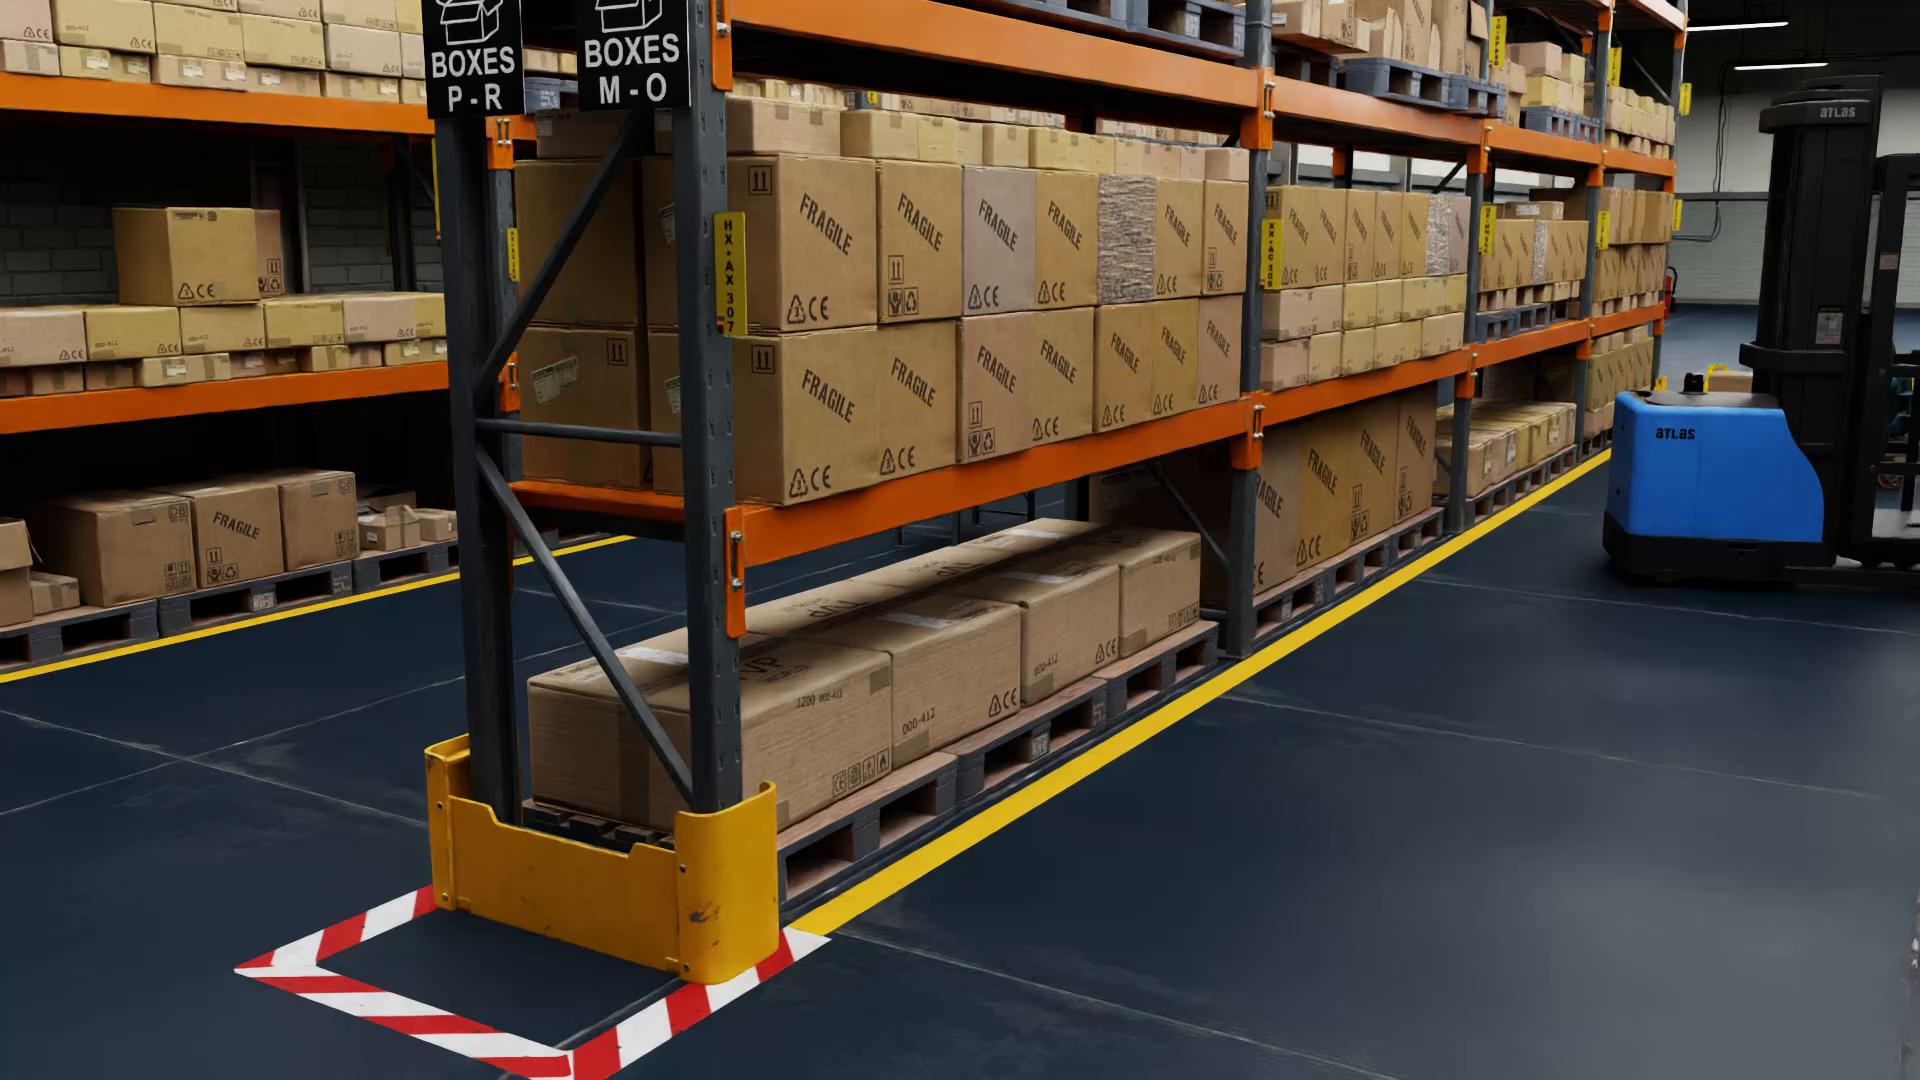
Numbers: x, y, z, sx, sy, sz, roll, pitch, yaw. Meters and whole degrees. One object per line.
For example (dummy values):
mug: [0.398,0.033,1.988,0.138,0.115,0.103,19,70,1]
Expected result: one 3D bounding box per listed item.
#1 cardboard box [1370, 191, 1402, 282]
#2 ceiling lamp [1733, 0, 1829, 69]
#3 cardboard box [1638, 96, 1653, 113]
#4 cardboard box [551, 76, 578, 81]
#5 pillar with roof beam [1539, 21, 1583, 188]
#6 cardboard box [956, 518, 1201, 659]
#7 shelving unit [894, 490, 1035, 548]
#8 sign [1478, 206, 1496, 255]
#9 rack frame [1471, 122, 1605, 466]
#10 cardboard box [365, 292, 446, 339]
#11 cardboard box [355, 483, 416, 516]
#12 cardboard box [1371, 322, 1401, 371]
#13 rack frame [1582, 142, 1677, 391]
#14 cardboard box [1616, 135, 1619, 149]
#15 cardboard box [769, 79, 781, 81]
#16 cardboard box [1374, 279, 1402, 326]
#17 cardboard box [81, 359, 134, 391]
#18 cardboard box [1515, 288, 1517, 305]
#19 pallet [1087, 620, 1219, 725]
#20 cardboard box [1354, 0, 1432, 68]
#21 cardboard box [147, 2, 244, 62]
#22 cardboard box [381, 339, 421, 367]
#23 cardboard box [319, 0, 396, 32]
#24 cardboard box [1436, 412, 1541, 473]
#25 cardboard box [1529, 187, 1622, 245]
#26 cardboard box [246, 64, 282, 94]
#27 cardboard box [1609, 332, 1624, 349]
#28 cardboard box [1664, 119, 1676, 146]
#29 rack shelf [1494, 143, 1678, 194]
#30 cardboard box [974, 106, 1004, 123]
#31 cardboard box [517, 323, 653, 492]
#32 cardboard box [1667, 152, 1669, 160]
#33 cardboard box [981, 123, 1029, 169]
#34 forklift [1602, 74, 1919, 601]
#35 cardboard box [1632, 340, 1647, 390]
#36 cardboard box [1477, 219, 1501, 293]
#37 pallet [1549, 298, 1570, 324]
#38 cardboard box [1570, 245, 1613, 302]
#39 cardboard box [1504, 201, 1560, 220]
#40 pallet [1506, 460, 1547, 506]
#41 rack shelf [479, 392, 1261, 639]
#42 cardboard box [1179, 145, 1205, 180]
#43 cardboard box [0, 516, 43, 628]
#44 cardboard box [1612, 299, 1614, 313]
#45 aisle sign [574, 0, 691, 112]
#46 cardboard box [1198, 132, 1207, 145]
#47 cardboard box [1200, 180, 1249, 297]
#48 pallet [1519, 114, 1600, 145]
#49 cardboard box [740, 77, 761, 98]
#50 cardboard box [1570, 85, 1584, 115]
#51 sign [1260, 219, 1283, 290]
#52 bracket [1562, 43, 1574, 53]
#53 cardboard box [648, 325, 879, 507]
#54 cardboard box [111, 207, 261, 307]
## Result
cardboard box: [2.230,-1.758,9.620,0.500,0.500,0.500,6,12,30]
ceiling lamp: [19.472,-12.745,39.128,2.000,3.185,0.800,6,12,31]
cardboard box: [6.529,-4.237,16.214,0.380,0.149,0.250,7,13,32]
cardboard box: [-2.548,-3.108,10.939,0.380,0.149,0.250,7,12,31]
pillar with roof beam: [17.983,-9.582,38.098,9.100,9.000,0.548,6,12,31]
cardboard box: [0.572,0.209,7.924,0.875,0.438,0.875,6,12,30]
shelving unit: [0.044,-0.751,11.302,0.538,1.500,1.048,6,12,31]
sign: [3.543,-2.078,11.173,0.100,0.325,0.005,6,12,31]
rack frame: [5.143,-2.191,14.920,1.000,3.000,0.127,6,12,31]
cardboard box: [-3.310,-1.375,10.163,0.500,0.250,0.500,7,13,32]
cardboard box: [-3.799,-0.210,10.504,0.500,0.311,0.500,7,13,33]
cardboard box: [2.258,-1.141,9.721,0.500,0.250,0.500,6,12,30]
rack frame: [7.220,-2.820,18.280,1.000,3.000,0.127,6,12,31]
cardboard box: [5.897,-3.688,15.450,0.380,0.149,0.250,7,13,32]
cardboard box: [-1.593,-3.582,12.715,0.380,0.149,0.250,6,12,30]
cardboard box: [2.251,-1.388,9.681,0.500,0.250,0.500,6,12,29]
cardboard box: [-4.410,-0.845,8.411,0.380,0.149,0.250,7,12,32]
cardboard box: [4.083,-1.893,12.869,0.380,0.149,0.250,7,13,33]
pallet: [0.528,0.550,7.857,1.003,0.211,1.213,6,12,31]
cardboard box: [2.399,-2.987,9.607,0.500,0.500,0.500,7,12,31]
cardboard box: [-4.096,-2.613,8.620,0.500,0.250,0.500,6,12,30]
cardboard box: [-3.435,-1.122,9.895,0.380,0.149,0.250,7,13,32]
cardboard box: [-3.567,-3.016,9.416,0.500,0.250,0.500,6,12,30]
cardboard box: [4.143,-0.800,13.490,0.950,0.372,0.625,7,13,33]
cardboard box: [5.557,-2.926,15.050,0.700,0.500,0.500,6,12,30]
cardboard box: [-3.886,-2.475,8.970,0.380,0.149,0.250,7,12,31]
cardboard box: [6.199,-1.938,16.098,0.380,0.149,0.250,7,13,34]
cardboard box: [7.185,-4.261,17.423,0.500,0.250,0.500,6,12,30]
rack shelf: [6.182,-3.626,16.390,1.077,0.370,4.000,6,12,31]
cardboard box: [0.187,-3.948,15.422,0.380,0.149,0.250,6,12,30]
cardboard box: [-1.063,-0.454,5.370,0.500,0.500,0.500,6,12,31]
cardboard box: [7.274,-4.088,17.585,0.380,0.149,0.250,6,12,31]
cardboard box: [0.020,-1.395,5.917,0.380,0.149,0.250,7,12,31]
forklift: [5.536,-1.193,9.773,3.031,2.935,1.130,3,11,13]
cardboard box: [6.759,-1.810,17.179,0.500,0.500,0.500,7,13,33]
cardboard box: [3.498,-2.012,11.744,0.500,0.500,0.500,6,12,29]
pallet: [4.622,-1.990,14.370,1.003,0.211,1.213,6,12,31]
cardboard box: [5.610,-2.429,15.111,0.500,0.500,0.500,6,12,31]
cardboard box: [4.628,-2.662,13.454,0.380,0.149,0.250,6,12,28]
pallet: [4.108,-0.505,13.493,1.003,0.211,1.213,6,12,31]
rack shelf: [-0.049,-0.265,6.585,1.077,0.370,4.000,6,12,31]
cardboard box: [0.872,-1.682,7.451,0.380,0.149,0.250,7,13,32]
cardboard box: [-4.933,0.156,8.025,0.797,0.503,0.637,6,12,28]
cardboard box: [6.049,-2.256,15.951,0.380,0.149,0.250,6,12,30]
aisle sign: [-0.876,-1.542,4.391,0.394,0.787,0.004,6,12,31]
cardboard box: [2.673,-4.758,19.434,0.396,0.266,0.258,6,12,31]
cardboard box: [0.981,-1.373,7.561,0.500,0.500,0.500,6,12,30]
pallet: [4.732,-3.486,14.197,1.213,0.211,1.003,6,12,31]
cardboard box: [-1.729,-3.398,12.539,0.380,0.149,0.250,7,12,31]
cardboard box: [4.964,-3.692,14.054,0.500,0.250,0.500,6,12,30]
sign: [1.465,-1.344,7.830,0.100,0.325,0.005,6,12,31]
bracket: [14.392,-11.664,39.434,0.235,0.232,0.430,6,12,31]
cardboard box: [-0.592,-0.401,5.086,0.500,0.500,0.500,6,12,30]
cardboard box: [-4.087,-1.500,8.790,0.500,0.500,0.500,7,13,32]
